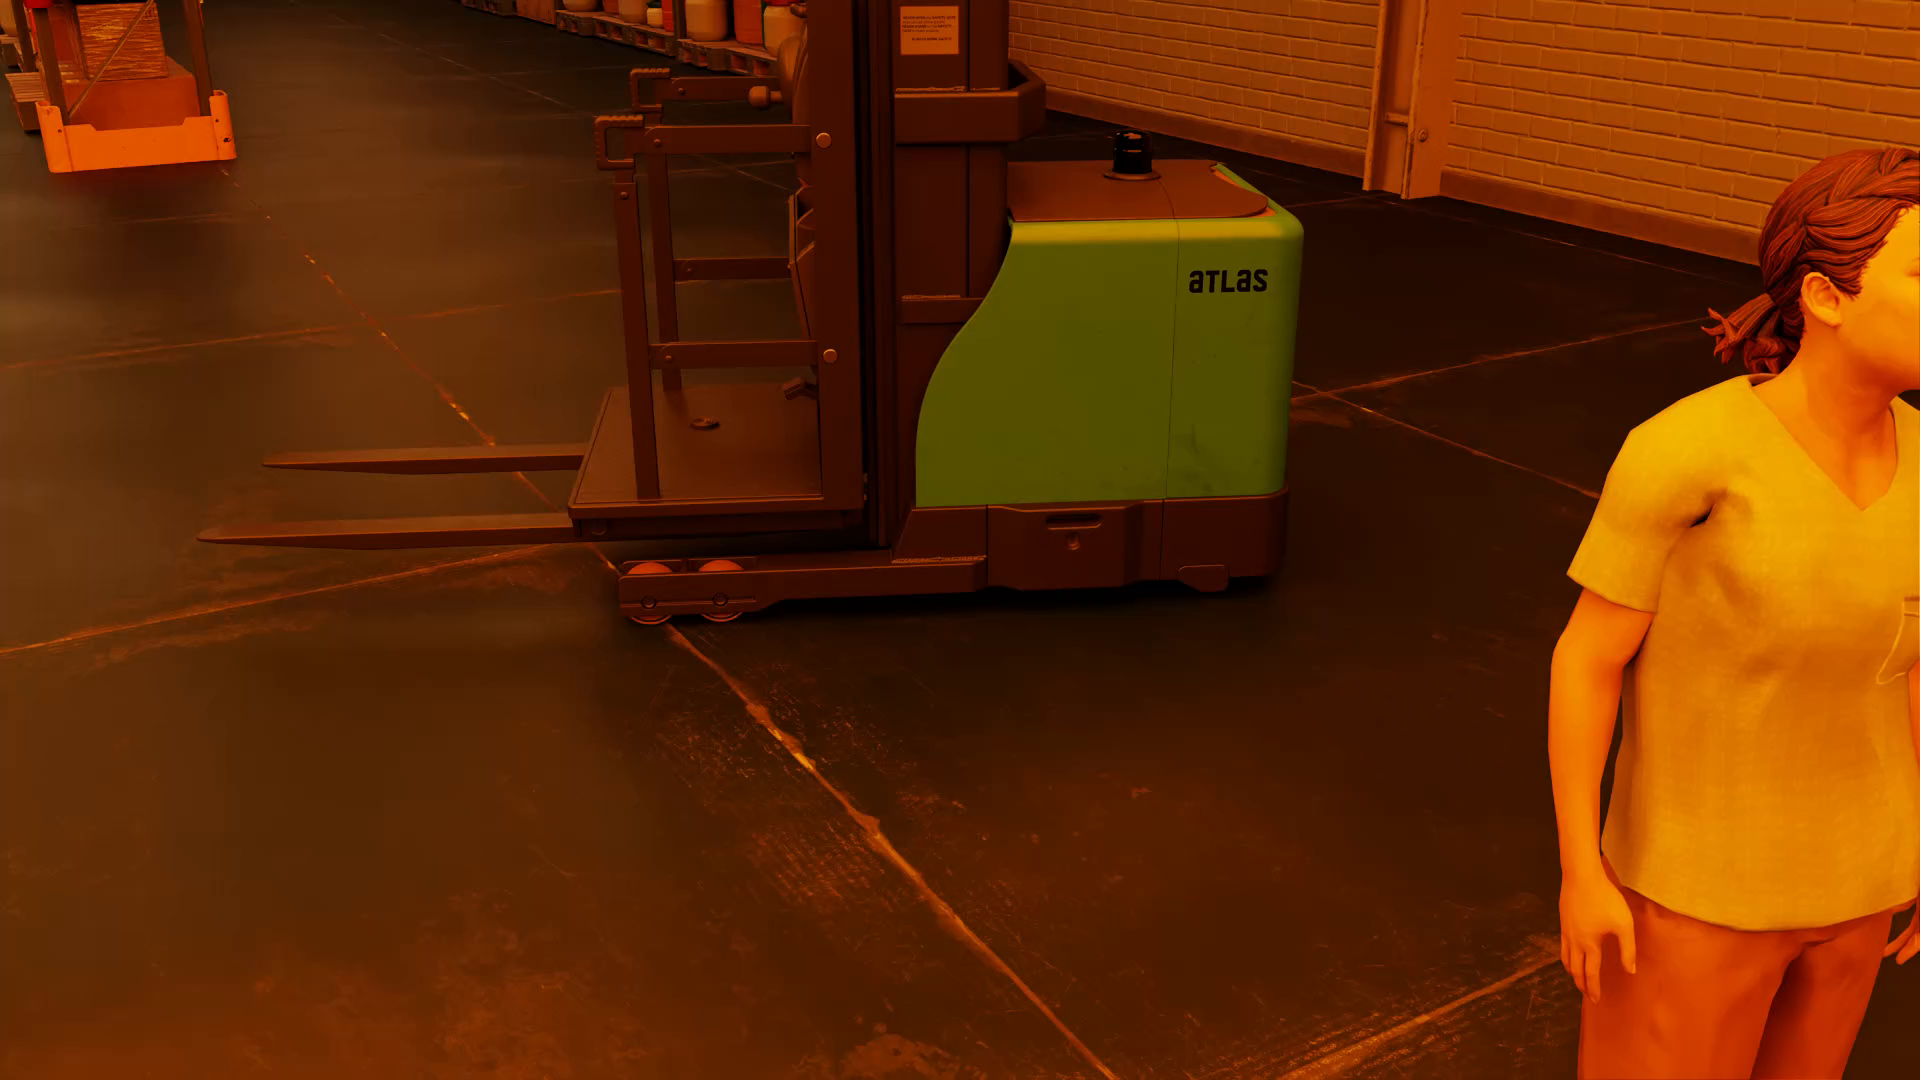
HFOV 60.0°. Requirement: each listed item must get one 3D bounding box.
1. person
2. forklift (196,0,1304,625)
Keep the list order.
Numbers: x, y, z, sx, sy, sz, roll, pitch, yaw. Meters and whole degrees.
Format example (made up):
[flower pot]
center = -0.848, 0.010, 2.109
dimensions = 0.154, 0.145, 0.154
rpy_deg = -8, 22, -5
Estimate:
[person]
center = 0.928, 0.425, 1.870
dimensions = 0.553, 1.675, 0.549
rpy_deg = -6, 23, -14
[forklift]
center = -0.619, -1.334, 4.524
dimensions = 3.031, 2.935, 1.130
rpy_deg = -2, 22, -5
